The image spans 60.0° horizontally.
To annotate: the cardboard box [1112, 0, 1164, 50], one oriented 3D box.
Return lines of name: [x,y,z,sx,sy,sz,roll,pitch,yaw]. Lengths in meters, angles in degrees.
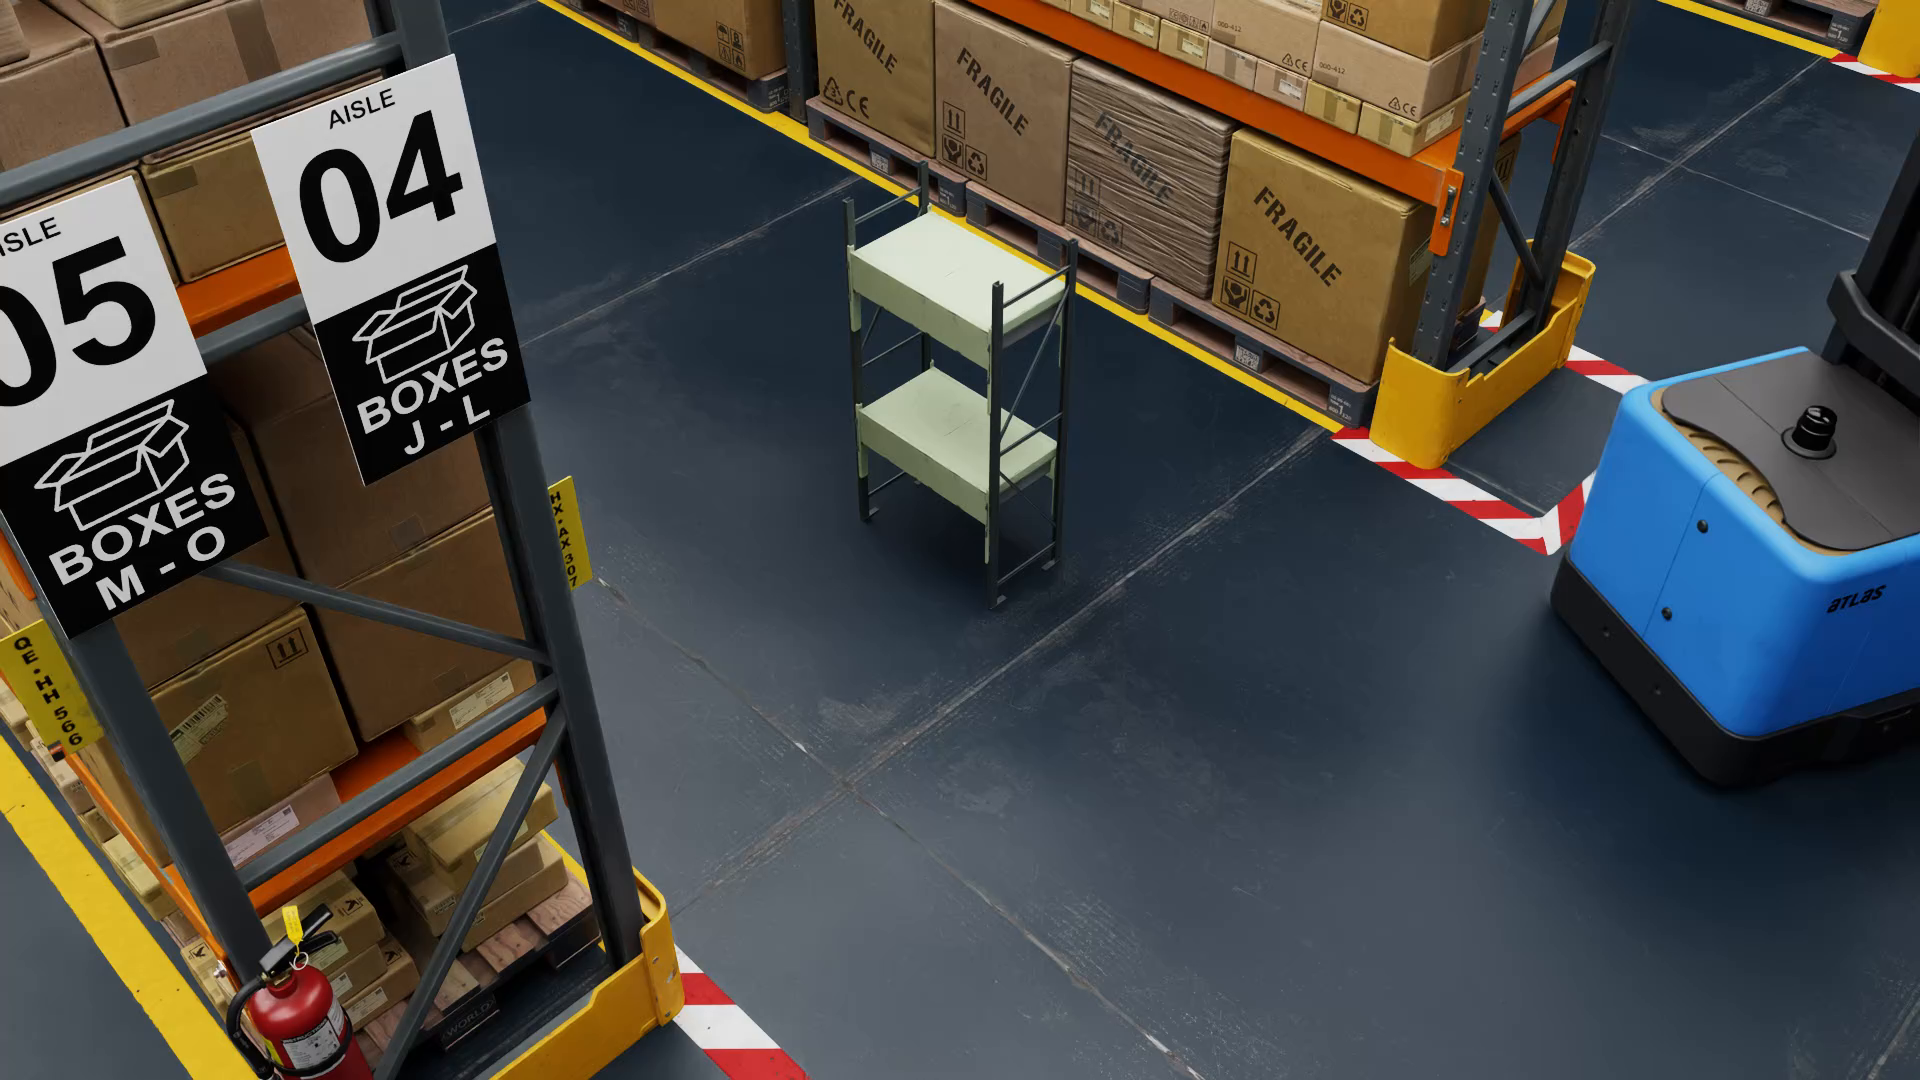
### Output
cardboard box: [0.880,-2.291,7.204,0.380,0.149,0.250,-34,52,-31]

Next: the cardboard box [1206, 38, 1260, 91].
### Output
cardboard box: [1.248,-2.043,6.935,0.380,0.149,0.250,-33,52,-31]

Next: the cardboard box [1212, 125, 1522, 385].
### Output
cardboard box: [1.762,-1.398,7.309,0.875,0.875,0.875,-34,53,-31]

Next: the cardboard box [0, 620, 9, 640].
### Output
cardboard box: [-2.173,0.085,4.155,0.500,0.500,0.500,33,52,31]

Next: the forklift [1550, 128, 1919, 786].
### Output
forklift: [3.840,-0.837,5.496,3.031,2.935,1.130,-14,44,-14]

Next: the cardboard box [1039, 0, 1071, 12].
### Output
cardboard box: [0.521,-2.535,7.468,0.250,0.149,0.380,33,52,30]

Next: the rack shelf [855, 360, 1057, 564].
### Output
rack shelf: [-0.005,-0.315,6.466,0.431,0.370,0.720,-34,53,-31]

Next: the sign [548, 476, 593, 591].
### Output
sign: [-0.929,-0.005,3.907,0.100,0.325,0.005,-34,53,-31]

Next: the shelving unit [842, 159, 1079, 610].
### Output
shelving unit: [-0.005,-0.554,6.244,0.431,1.500,0.755,-34,53,-31]

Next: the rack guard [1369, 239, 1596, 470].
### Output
rack guard: [2.287,-0.826,7.275,1.175,0.500,0.348,-34,53,-31]

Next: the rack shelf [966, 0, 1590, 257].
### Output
rack shelf: [0.858,-2.452,7.723,1.077,0.370,4.000,-34,53,-31]

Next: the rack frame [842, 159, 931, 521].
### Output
rack frame: [-0.263,-0.730,6.435,0.400,1.500,0.023,-34,53,-31]

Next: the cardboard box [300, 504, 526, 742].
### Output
cardboard box: [-1.434,0.079,4.161,0.500,0.500,0.500,-32,51,-30]

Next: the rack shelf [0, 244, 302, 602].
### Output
rack shelf: [-2.725,-1.225,4.185,1.077,0.370,4.000,-34,53,-31]

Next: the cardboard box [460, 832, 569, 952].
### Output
cardboard box: [-1.456,1.061,5.183,0.380,0.149,0.250,-33,52,-31]

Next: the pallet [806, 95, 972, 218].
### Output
pallet: [-0.073,-2.250,9.030,1.003,0.211,1.213,-34,53,-31]

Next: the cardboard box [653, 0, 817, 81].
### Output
cardboard box: [-1.021,-3.349,9.420,1.225,0.875,0.875,-34,52,-31]

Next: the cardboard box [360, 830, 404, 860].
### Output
cardboard box: [-1.722,0.758,5.072,0.380,0.149,0.250,-33,52,-31]

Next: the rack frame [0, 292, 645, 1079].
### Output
rack frame: [-1.313,0.573,3.919,1.000,3.000,0.127,-34,53,-31]

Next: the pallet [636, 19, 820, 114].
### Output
pallet: [-1.153,-2.988,9.828,1.003,0.211,1.213,-34,53,-31]

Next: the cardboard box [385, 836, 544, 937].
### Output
cardboard box: [-1.501,0.982,5.049,0.380,0.149,0.250,-32,51,-30]

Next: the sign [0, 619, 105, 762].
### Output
sign: [-1.720,0.288,3.142,0.100,0.325,0.005,-34,53,-31]

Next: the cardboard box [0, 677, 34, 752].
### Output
cardboard box: [-3.013,0.497,5.573,0.380,0.149,0.250,-34,52,-31]

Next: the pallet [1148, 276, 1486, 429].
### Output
pallet: [1.650,-1.078,7.761,1.003,0.211,1.213,-34,53,-31]

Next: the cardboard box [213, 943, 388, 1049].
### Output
cardboard box: [-1.888,1.240,4.770,0.250,0.149,0.380,33,52,30]

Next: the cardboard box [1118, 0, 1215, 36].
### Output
cardboard box: [1.023,-2.404,7.032,0.500,0.250,0.500,32,52,30]

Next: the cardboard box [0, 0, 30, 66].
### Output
cardboard box: [-1.756,-0.822,2.668,0.250,0.149,0.380,34,52,31]

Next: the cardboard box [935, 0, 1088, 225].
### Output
cardboard box: [0.490,-2.263,8.245,0.875,0.875,0.875,-34,53,-31]

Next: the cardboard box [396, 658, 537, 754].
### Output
cardboard box: [-1.310,0.353,4.343,0.250,0.149,0.380,34,52,31]

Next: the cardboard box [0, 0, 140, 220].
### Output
cardboard box: [-1.818,-0.756,2.890,0.500,0.250,0.500,33,52,30]

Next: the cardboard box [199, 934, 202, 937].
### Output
cardboard box: [-2.211,1.070,5.173,0.250,0.149,0.380,34,52,31]

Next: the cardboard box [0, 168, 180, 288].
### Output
cardboard box: [-1.821,-0.565,3.052,0.500,0.250,0.500,33,52,31]

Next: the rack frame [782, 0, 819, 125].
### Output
rack frame: [-0.555,-3.677,8.519,1.000,3.000,0.127,-34,53,-31]

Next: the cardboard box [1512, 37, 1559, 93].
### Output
cardboard box: [2.253,-1.992,6.880,0.380,0.149,0.250,-33,52,-31]

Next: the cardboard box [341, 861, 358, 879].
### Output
cardboard box: [-2.003,0.966,4.847,0.380,0.149,0.250,-33,52,-31]

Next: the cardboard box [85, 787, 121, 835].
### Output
cardboard box: [-2.414,0.748,5.083,0.250,0.149,0.380,32,52,30]

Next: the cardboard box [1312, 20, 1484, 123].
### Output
cardboard box: [1.740,-1.915,6.504,0.500,0.250,0.500,33,52,31]

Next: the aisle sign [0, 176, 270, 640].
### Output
aisle sign: [-1.474,-0.203,2.843,0.394,0.787,0.004,-34,53,-31]

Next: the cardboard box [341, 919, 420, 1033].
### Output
cardboard box: [-1.832,1.313,4.910,0.380,0.149,0.250,-33,52,-31]

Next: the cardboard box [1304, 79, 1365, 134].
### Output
cardboard box: [1.601,-1.800,6.673,0.380,0.149,0.250,-34,52,-31]

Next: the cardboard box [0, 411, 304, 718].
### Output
cardboard box: [-1.812,-0.041,3.554,0.500,0.500,0.500,33,52,31]

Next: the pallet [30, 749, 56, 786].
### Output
pallet: [-2.773,0.568,5.980,1.003,0.211,1.213,-34,53,-31]

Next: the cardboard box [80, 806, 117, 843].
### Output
cardboard box: [-2.631,0.749,5.302,0.380,0.149,0.250,-33,52,-31]
